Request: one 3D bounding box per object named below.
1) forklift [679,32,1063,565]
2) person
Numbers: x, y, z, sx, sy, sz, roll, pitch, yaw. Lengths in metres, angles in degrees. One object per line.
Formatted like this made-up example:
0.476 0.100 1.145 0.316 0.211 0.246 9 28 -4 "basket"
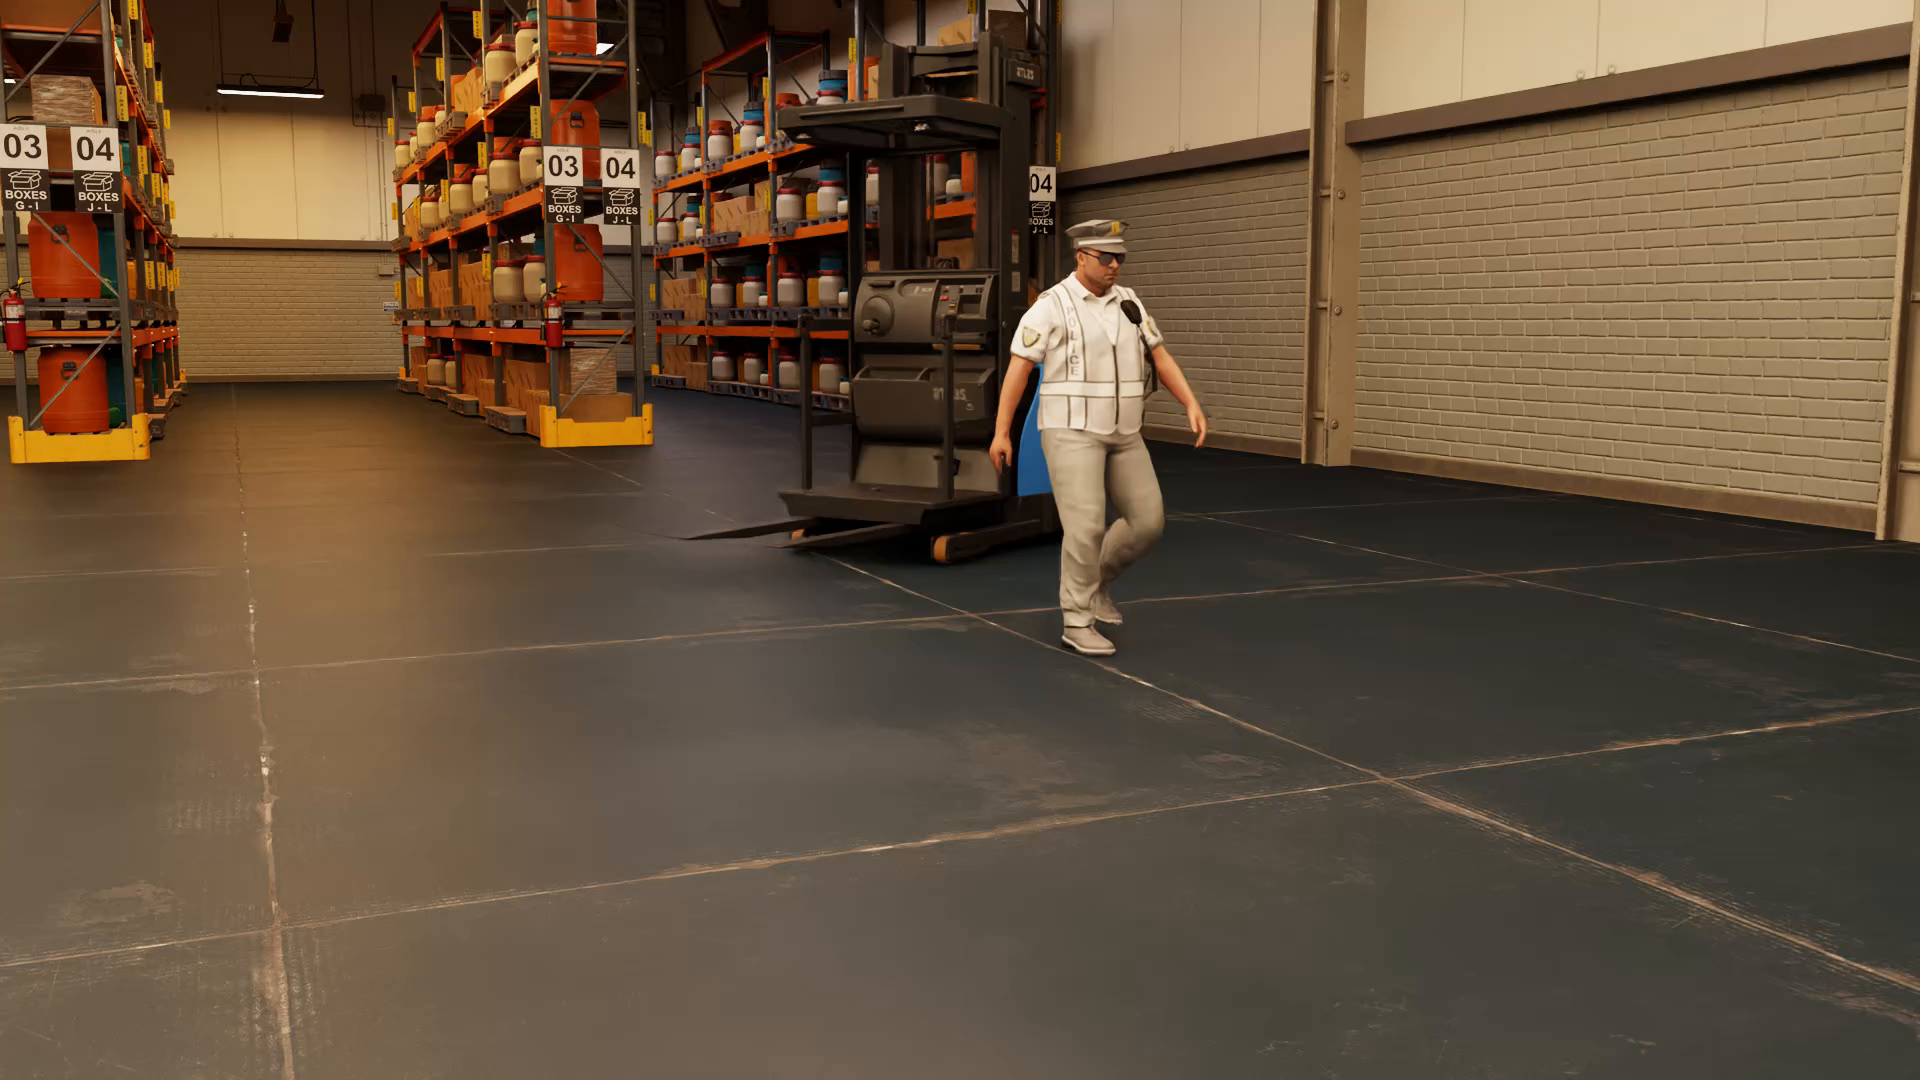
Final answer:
-0.329 -1.385 9.443 1.130 2.935 3.031 5 9 33 "forklift"
0.538 -0.429 6.807 0.792 1.730 0.595 -4 9 -30 "person"
